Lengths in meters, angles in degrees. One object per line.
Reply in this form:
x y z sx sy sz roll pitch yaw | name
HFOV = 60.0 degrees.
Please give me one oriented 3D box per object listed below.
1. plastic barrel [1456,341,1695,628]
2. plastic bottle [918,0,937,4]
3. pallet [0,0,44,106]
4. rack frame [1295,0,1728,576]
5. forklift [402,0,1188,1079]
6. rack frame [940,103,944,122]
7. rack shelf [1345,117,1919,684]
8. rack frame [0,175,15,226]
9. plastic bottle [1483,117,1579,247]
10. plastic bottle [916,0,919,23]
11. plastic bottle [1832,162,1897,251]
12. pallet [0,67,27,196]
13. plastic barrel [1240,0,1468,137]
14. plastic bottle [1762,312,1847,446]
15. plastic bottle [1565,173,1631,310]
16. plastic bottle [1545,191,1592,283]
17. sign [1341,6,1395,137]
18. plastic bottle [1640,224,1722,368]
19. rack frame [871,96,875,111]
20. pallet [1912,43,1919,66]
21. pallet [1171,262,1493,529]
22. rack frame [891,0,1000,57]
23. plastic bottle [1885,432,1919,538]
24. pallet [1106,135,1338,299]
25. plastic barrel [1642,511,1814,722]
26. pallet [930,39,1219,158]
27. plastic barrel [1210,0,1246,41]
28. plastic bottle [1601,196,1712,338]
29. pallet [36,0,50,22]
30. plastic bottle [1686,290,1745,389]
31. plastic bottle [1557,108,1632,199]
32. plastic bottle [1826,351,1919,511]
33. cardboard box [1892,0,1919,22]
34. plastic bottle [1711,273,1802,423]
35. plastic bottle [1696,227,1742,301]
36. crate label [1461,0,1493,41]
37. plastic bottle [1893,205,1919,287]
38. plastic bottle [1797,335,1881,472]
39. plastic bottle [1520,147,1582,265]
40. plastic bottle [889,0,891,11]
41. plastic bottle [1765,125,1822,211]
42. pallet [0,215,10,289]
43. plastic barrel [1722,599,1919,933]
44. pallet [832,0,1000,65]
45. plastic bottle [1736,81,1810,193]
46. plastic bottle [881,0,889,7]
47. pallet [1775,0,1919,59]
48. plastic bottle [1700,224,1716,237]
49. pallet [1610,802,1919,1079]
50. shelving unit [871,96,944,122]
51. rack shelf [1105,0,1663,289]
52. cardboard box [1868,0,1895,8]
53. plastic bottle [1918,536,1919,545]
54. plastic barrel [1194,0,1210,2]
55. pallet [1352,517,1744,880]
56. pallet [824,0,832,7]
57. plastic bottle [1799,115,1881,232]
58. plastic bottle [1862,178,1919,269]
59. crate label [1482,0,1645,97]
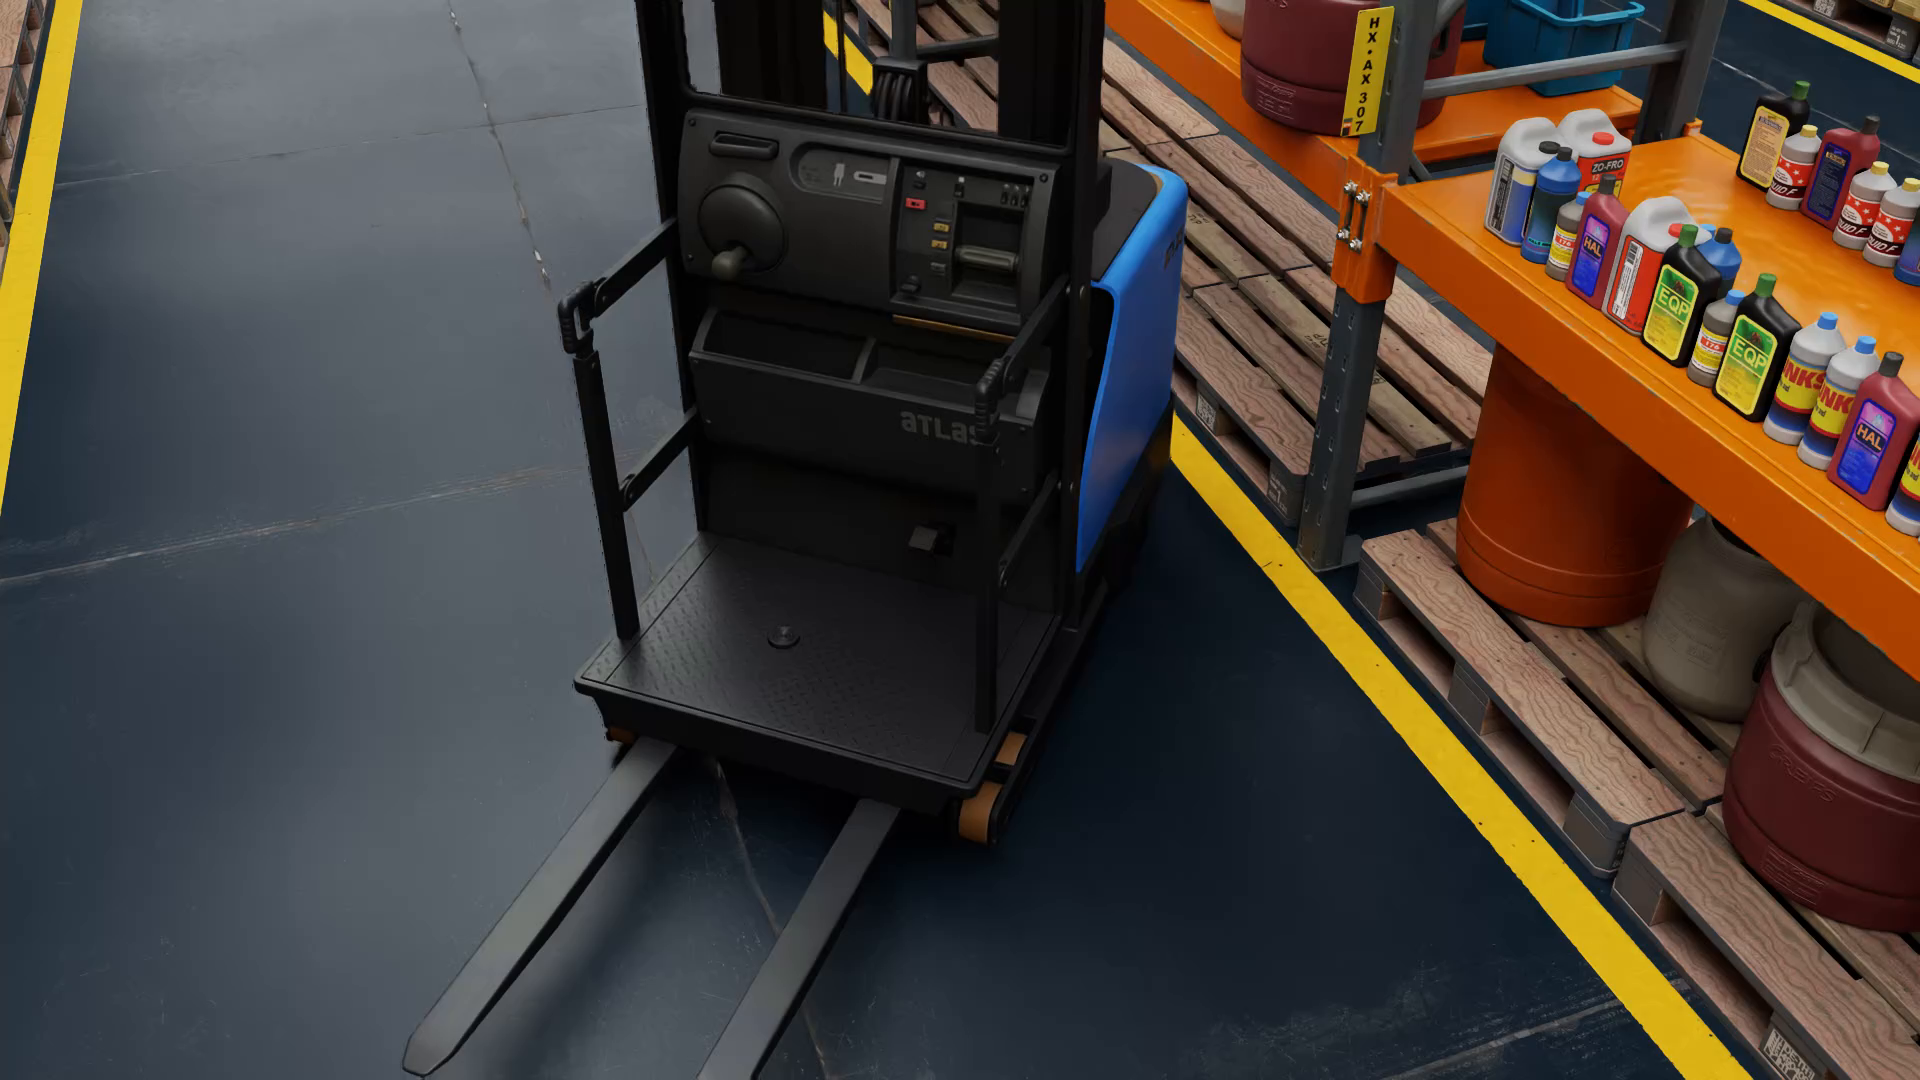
1.722 -0.255 4.550 0.600 0.830 0.708 -12 39 -16 | plastic barrel
-0.196 -2.938 8.493 0.144 0.351 0.185 -12 39 -16 | plastic bottle
-5.177 -2.409 8.273 1.003 0.211 1.213 -12 39 -16 | pallet
1.537 -1.227 4.385 1.000 3.000 0.127 -12 39 -16 | rack frame
-0.307 -0.684 3.722 1.130 2.935 3.031 13 39 16 | forklift
-0.091 -0.937 5.622 0.008 1.050 0.200 13 39 17 | rack frame
2.226 0.191 3.102 1.077 0.370 4.000 -12 39 -16 | rack shelf
-4.490 -2.461 6.024 1.000 3.000 0.127 -12 39 -16 | rack frame
1.383 -0.866 4.009 0.152 0.276 0.135 -12 39 -16 | plastic bottle
-0.257 -2.685 8.281 0.097 0.201 0.097 0 37 0 | plastic bottle
2.179 -0.808 3.994 0.097 0.201 0.097 0 37 0 | plastic bottle
-4.754 -1.719 7.357 1.003 0.211 1.213 -12 39 -16 | pallet
1.093 -1.480 4.609 0.600 0.536 0.708 -12 39 -16 | plastic barrel
1.682 -0.326 3.296 0.097 0.271 0.097 0 37 0 | plastic bottle
1.453 -0.674 3.748 0.061 0.283 0.133 -12 39 -16 | plastic bottle
1.430 -0.710 3.864 0.097 0.201 0.097 0 37 0 | plastic bottle
1.023 -1.174 4.180 0.100 0.325 0.005 -12 39 -16 | sign
1.545 -0.522 3.547 0.061 0.283 0.133 -12 39 -16 | plastic bottle
-0.319 -0.990 5.691 0.008 1.050 0.200 13 39 17 | rack frame
5.527 -2.297 8.125 1.003 0.211 1.213 -12 39 -16 | pallet
1.307 -0.558 5.816 1.003 0.211 1.213 -12 39 -16 | pallet
0.161 -3.486 7.385 1.000 3.000 0.127 -12 39 -16 | rack frame
1.794 -0.140 3.050 0.097 0.271 0.097 0 37 0 | plastic bottle
0.891 -1.247 6.729 1.003 0.211 1.213 -12 39 -16 | pallet
2.000 0.173 4.246 0.421 0.512 0.421 0 37 0 | plastic barrel
0.468 -1.937 7.646 1.003 0.211 1.213 -12 39 -16 | pallet
0.983 -1.808 5.064 0.421 0.512 0.421 0 37 0 | plastic barrel
1.542 -0.604 3.662 0.152 0.276 0.135 -12 39 -16 | plastic bottle
-5.594 -3.097 9.187 1.003 0.211 1.213 -12 39 -16 | pallet
1.602 -0.428 3.490 0.097 0.201 0.097 0 37 0 | plastic bottle
1.526 -0.897 4.051 0.152 0.276 0.135 -12 39 -16 | plastic bottle
1.738 -0.206 3.128 0.061 0.283 0.133 -12 39 -16 | plastic bottle
5.075 -2.719 8.303 0.500 0.250 0.500 -14 39 -17 | cardboard box
1.625 -0.392 3.374 0.061 0.283 0.133 -12 39 -16 | plastic bottle
1.613 -0.544 3.586 0.097 0.271 0.097 0 37 0 | plastic bottle
1.449 -1.858 5.194 0.502 0.435 0.616 -12 39 -16 | crate label
2.246 -0.726 3.827 0.097 0.271 0.097 0 37 0 | plastic bottle
1.715 -0.271 3.223 0.097 0.271 0.097 0 37 0 | plastic bottle
1.397 -0.793 3.916 0.097 0.271 0.097 0 37 0 | plastic bottle
-0.314 -2.780 8.340 0.061 0.283 0.133 -11 38 -14 | plastic bottle
2.100 -0.938 4.167 0.097 0.201 0.097 0 37 0 | plastic bottle
-4.220 -0.907 6.279 1.003 0.211 1.213 -12 39 -16 | pallet
2.110 0.480 3.775 0.600 0.588 0.708 -12 39 -16 | plastic barrel
-0.031 -2.760 8.739 1.003 0.211 1.213 -12 39 -16 | pallet
2.077 -1.040 4.234 0.061 0.283 0.133 -12 39 -16 | plastic bottle
-0.331 -2.908 8.454 0.144 0.351 0.185 -13 39 -17 | plastic bottle
5.103 -2.988 9.041 1.003 0.211 1.213 -12 39 -16 | pallet
1.653 -0.611 3.733 0.097 0.201 0.097 0 37 0 | plastic bottle
2.264 1.012 3.731 1.003 0.211 1.213 -12 39 -16 | pallet
-0.205 -0.963 5.656 0.252 1.050 0.215 13 39 17 | shelving unit
0.849 -2.069 6.102 1.077 0.370 4.000 -12 39 -16 | rack shelf
4.894 -3.011 8.691 0.500 0.250 0.500 -11 38 -15 | cardboard box
1.860 -0.082 2.969 0.152 0.276 0.135 -12 39 -16 | plastic bottle
0.838 -2.046 5.380 0.421 0.512 0.421 0 37 0 | plastic barrel
1.848 0.324 4.644 1.003 0.211 1.213 -12 39 -16 | pallet
-0.455 -3.451 9.656 1.003 0.211 1.213 -12 39 -16 | pallet
2.157 -0.909 4.061 0.061 0.283 0.133 -12 39 -16 | plastic bottle
2.213 -0.753 3.921 0.097 0.201 0.097 0 37 0 | plastic bottle
1.744 -1.475 4.855 0.303 0.233 0.416 -12 39 -16 | crate label
